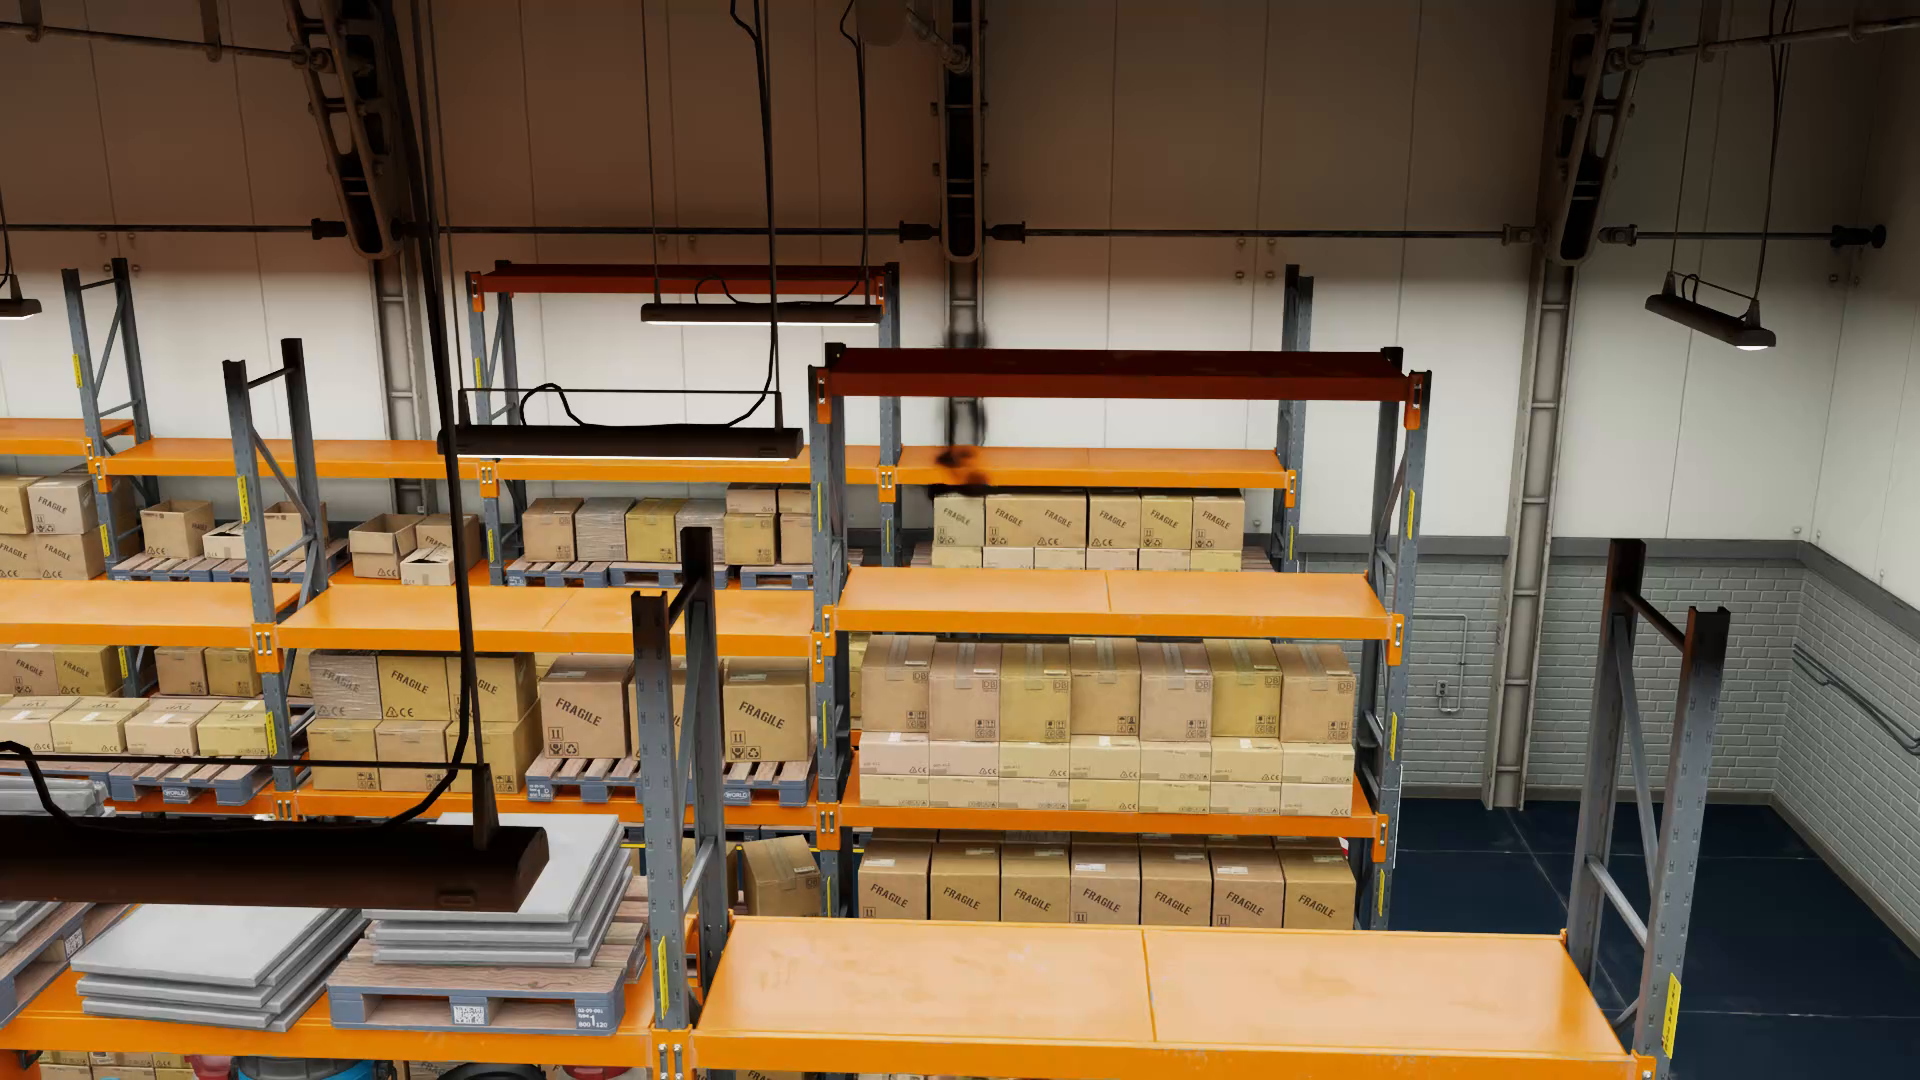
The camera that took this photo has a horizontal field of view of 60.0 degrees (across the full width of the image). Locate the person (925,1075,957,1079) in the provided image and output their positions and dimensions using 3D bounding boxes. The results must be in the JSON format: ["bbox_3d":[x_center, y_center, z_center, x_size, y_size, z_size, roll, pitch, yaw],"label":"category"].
[{"bbox_3d":[-0.161,4.267,11.041,0.573,1.617,0.664,-1,16,-4],"label":"person"}]

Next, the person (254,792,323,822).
[{"bbox_3d":[-6.368,2.954,15.756,0.768,1.567,0.648,1,16,2],"label":"person"}]
